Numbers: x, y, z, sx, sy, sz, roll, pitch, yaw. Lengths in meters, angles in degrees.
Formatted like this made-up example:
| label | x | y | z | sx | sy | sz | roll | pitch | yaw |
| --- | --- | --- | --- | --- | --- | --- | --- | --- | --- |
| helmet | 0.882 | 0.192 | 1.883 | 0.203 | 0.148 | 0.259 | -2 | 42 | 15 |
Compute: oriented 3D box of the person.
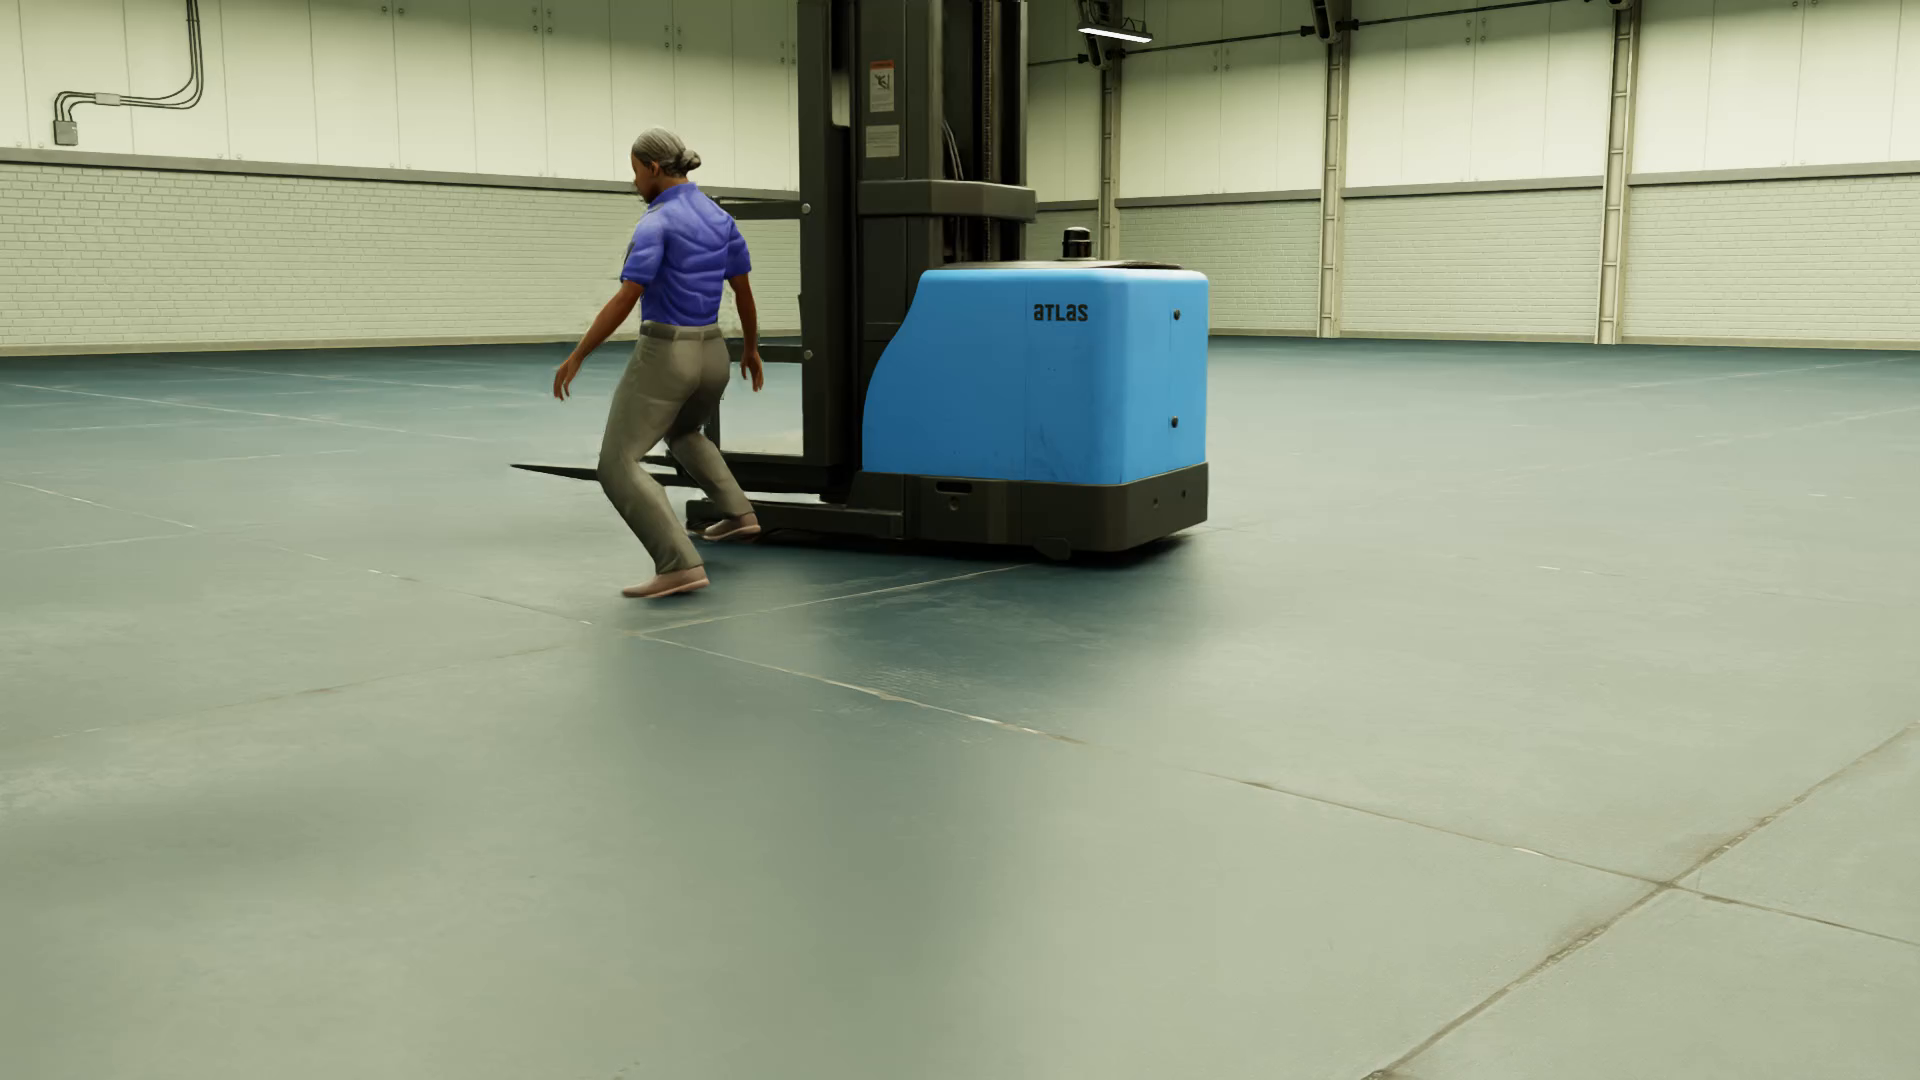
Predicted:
| label | x | y | z | sx | sy | sz | roll | pitch | yaw |
| --- | --- | --- | --- | --- | --- | --- | --- | --- | --- |
| person | -0.980 | -0.617 | 5.712 | 0.584 | 1.566 | 0.851 | 6 | 10 | 33 |

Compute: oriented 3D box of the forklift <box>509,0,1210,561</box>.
| label | x | y | z | sx | sy | sz | roll | pitch | yaw |
| --- | --- | --- | --- | --- | --- | --- | --- | --- | --- |
| forklift | -0.535 | -1.505 | 6.868 | 3.031 | 2.935 | 1.130 | 5 | 10 | 28 |
